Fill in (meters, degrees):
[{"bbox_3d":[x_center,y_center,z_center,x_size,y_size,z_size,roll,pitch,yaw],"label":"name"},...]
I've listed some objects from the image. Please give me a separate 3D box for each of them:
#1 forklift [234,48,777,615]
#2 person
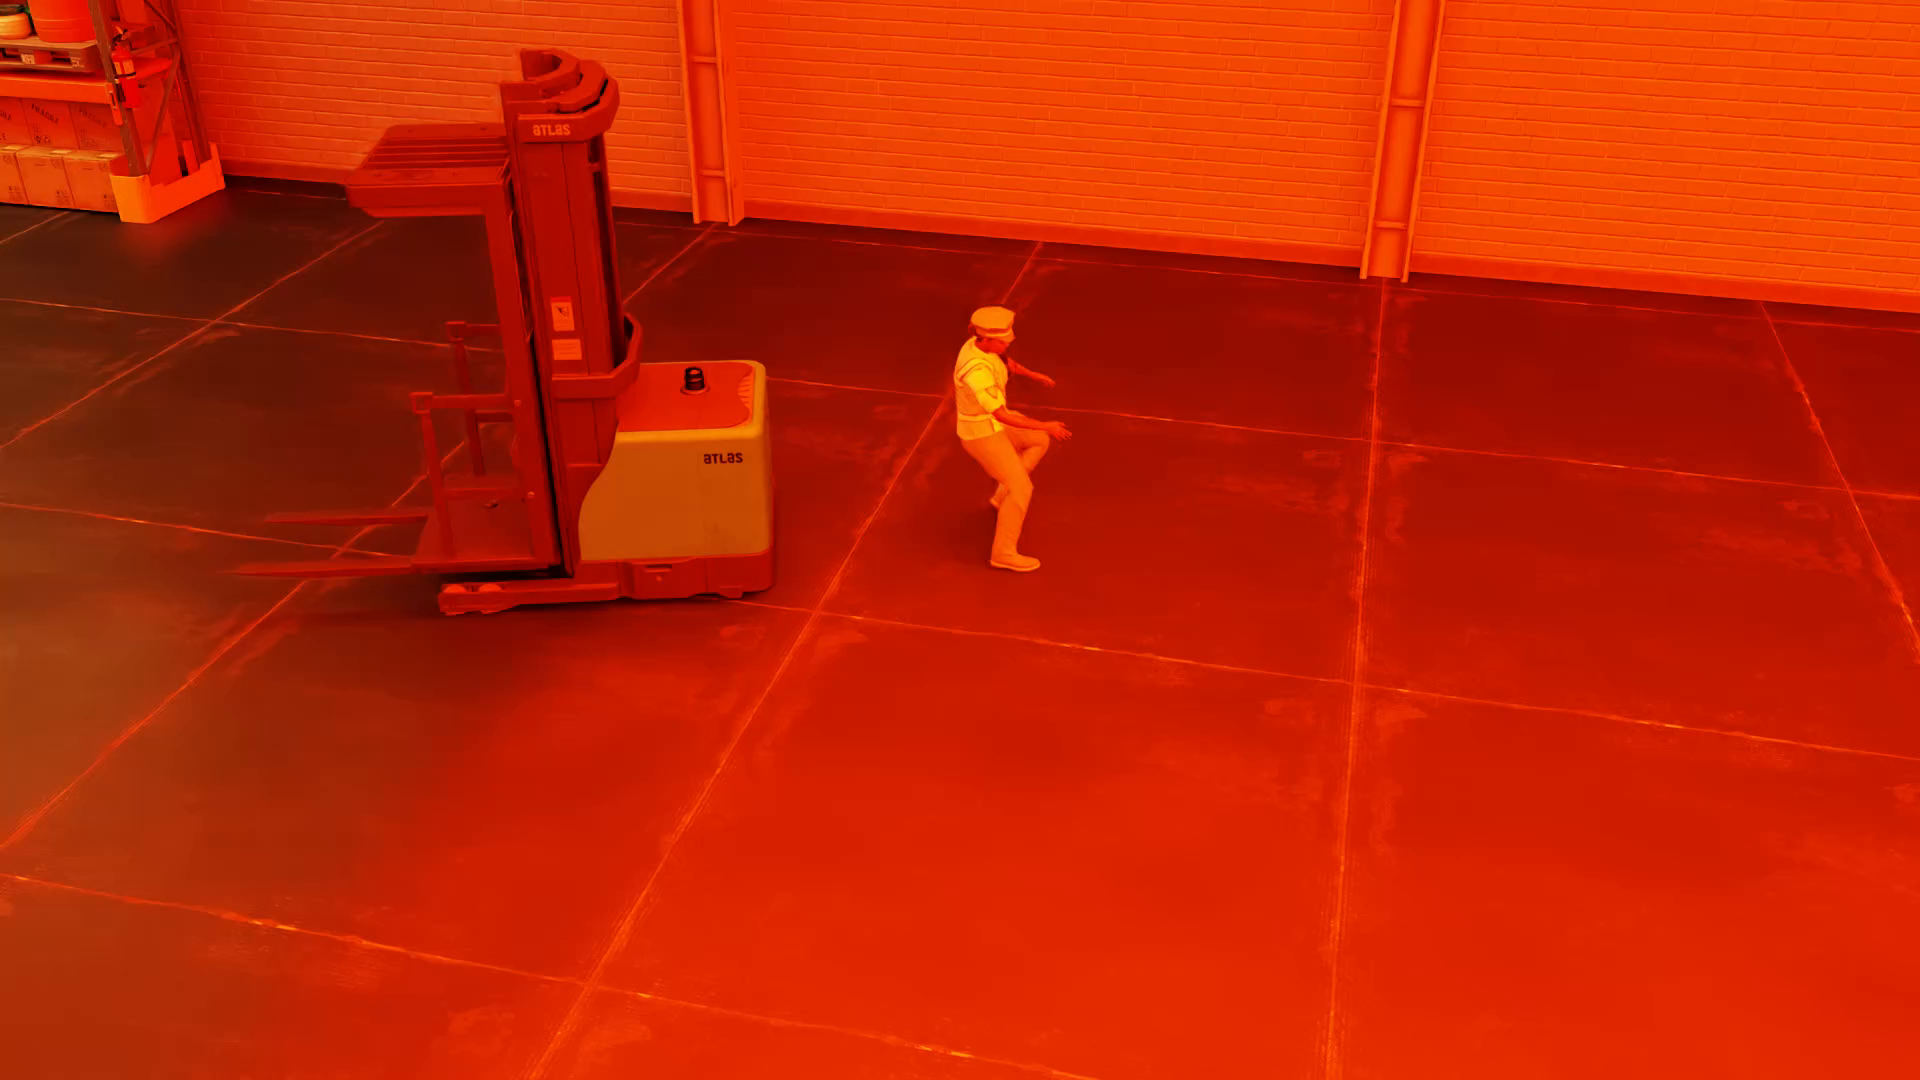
[{"bbox_3d":[-2.611,-1.121,9.149,3.031,2.935,1.130,-2,30,-4],"label":"forklift"},{"bbox_3d":[0.328,-0.665,9.812,0.715,1.481,0.850,5,30,8],"label":"person"}]
